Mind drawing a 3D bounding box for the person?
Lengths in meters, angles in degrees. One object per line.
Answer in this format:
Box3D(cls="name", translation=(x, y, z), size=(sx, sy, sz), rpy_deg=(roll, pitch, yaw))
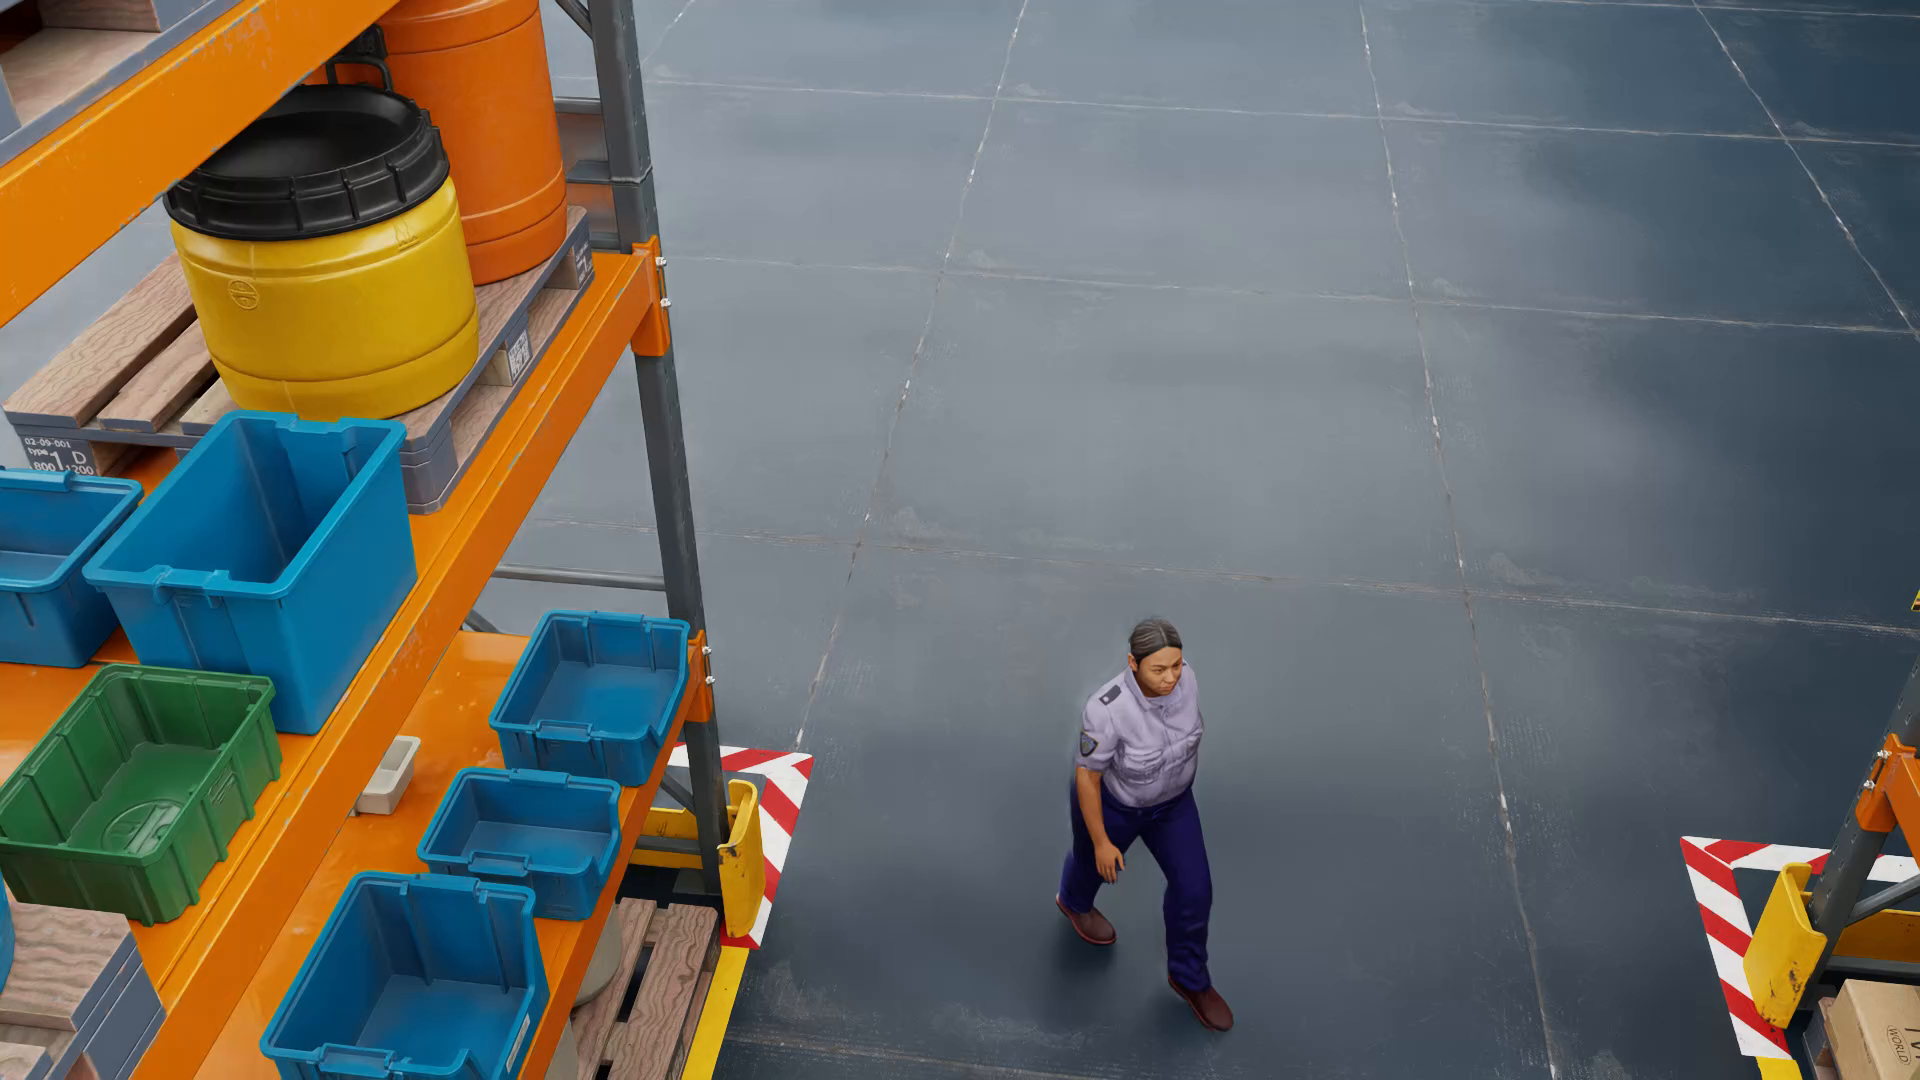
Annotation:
Box3D(cls="person", translation=(0.633, 0.962, 5.756), size=(0.518, 1.666, 0.807), rpy_deg=(-18, 40, -23))
